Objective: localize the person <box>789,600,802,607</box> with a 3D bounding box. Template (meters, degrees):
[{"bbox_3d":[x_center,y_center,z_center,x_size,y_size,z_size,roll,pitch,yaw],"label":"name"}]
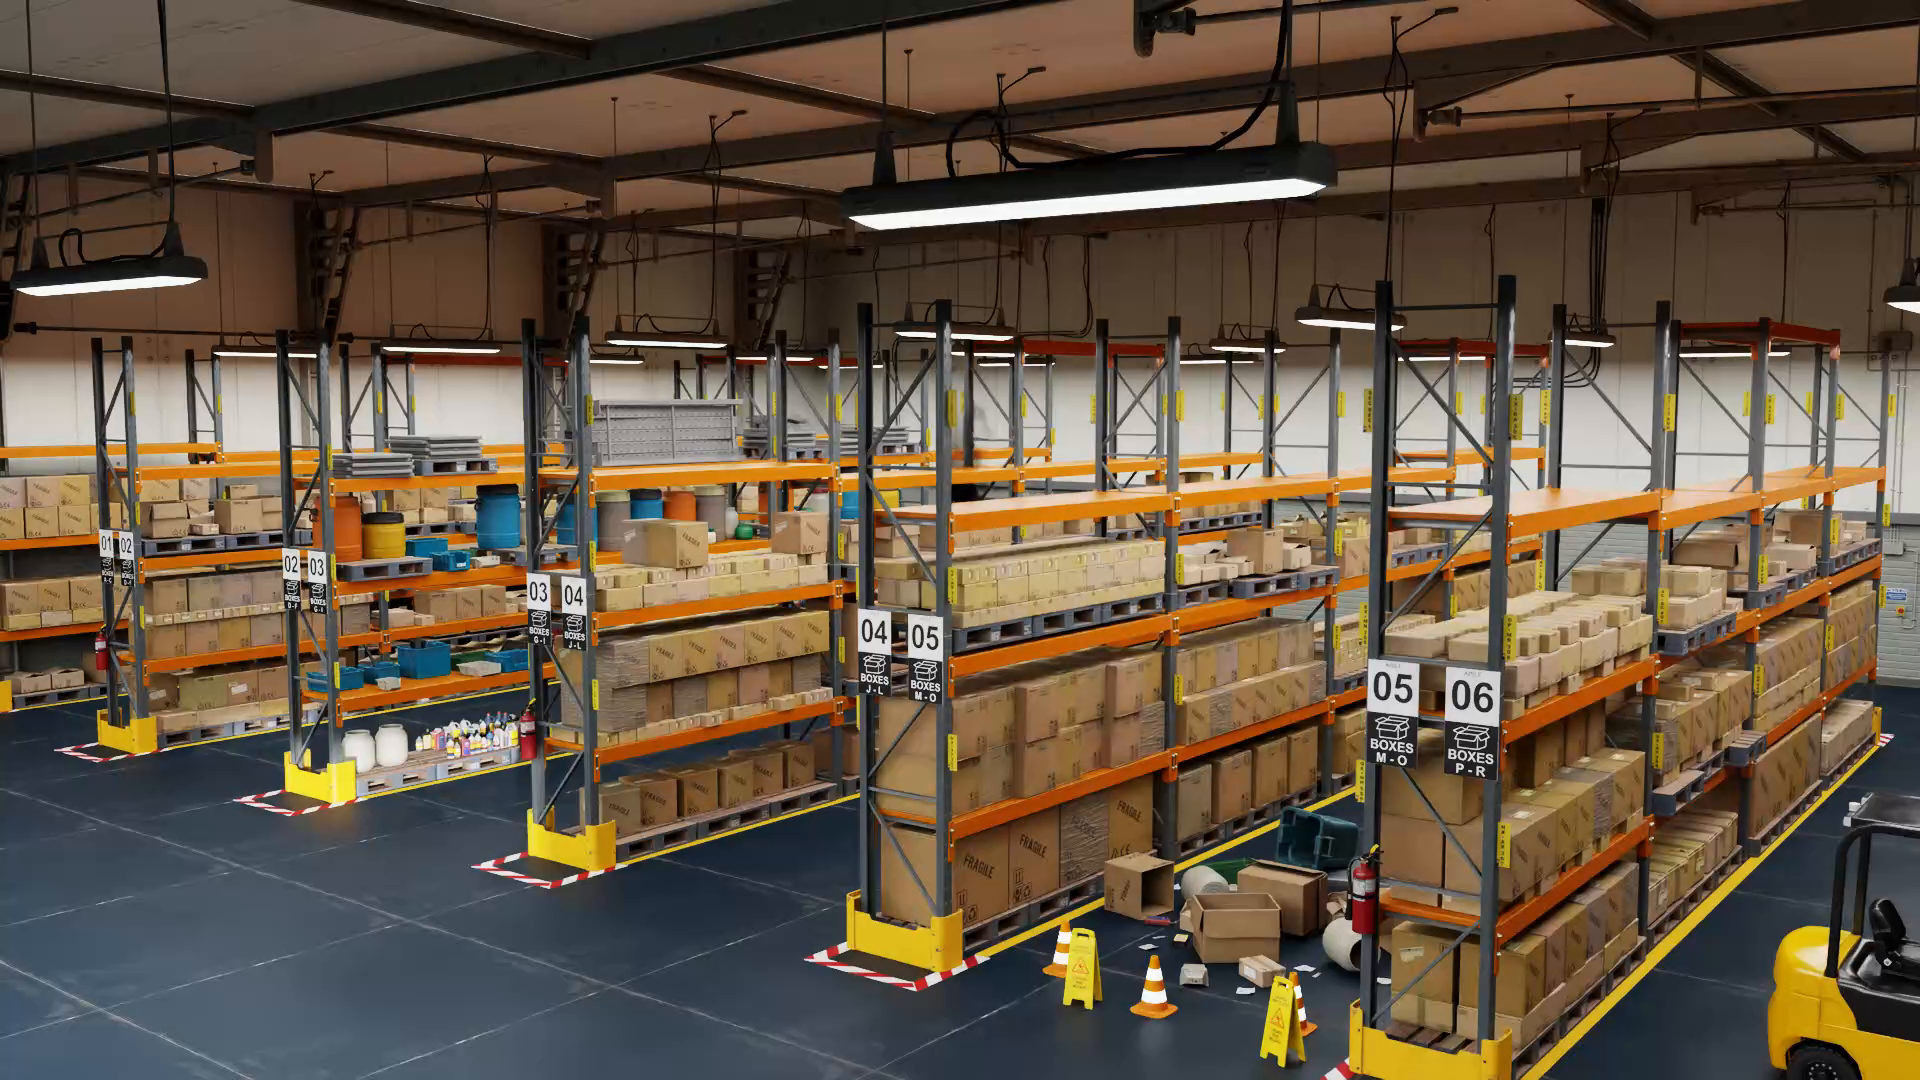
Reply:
[{"bbox_3d":[-3.322,1.539,32.279,0.558,1.646,0.589,2,6,25],"label":"person"}]
